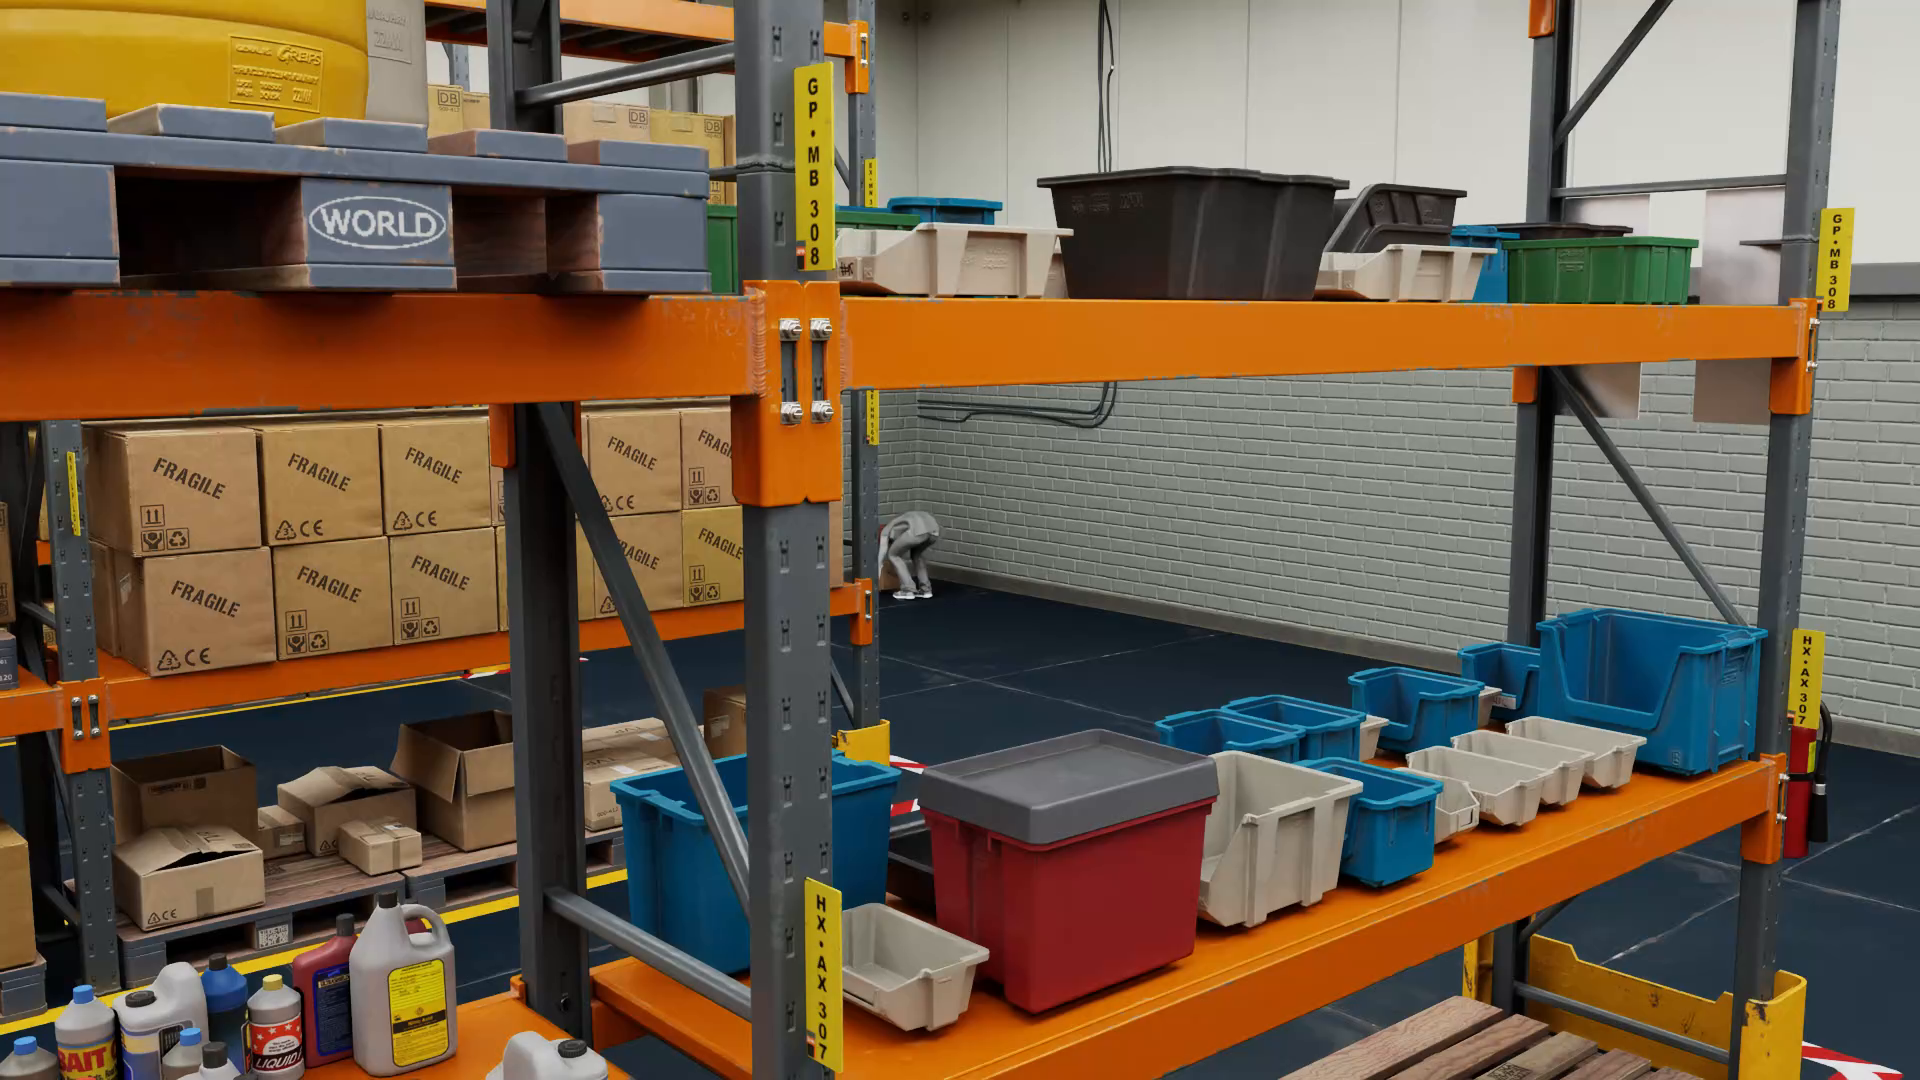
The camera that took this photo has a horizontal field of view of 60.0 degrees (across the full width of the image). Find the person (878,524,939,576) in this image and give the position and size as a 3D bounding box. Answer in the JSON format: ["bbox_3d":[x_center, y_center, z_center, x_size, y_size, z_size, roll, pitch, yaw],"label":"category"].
[{"bbox_3d":[-0.561,0.134,16.554,0.353,0.801,0.840,-7,11,-44],"label":"person"}]
